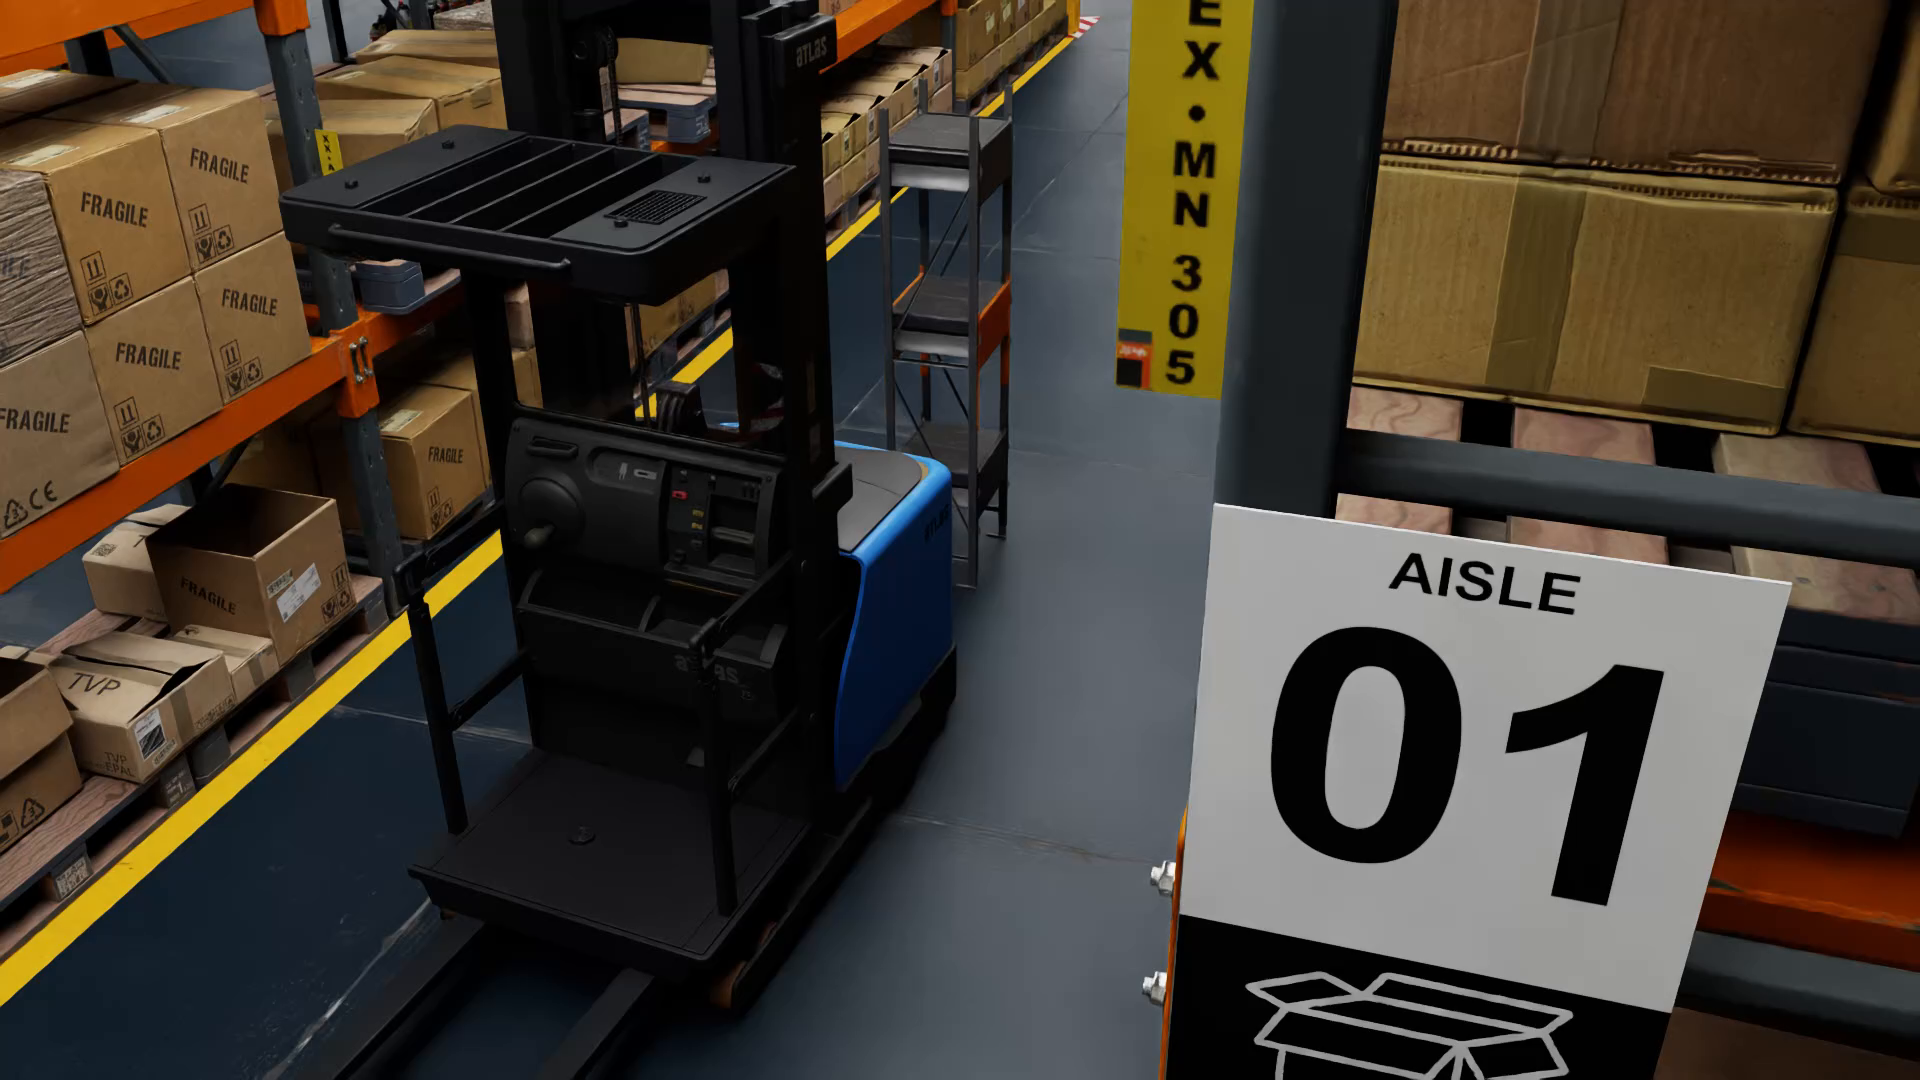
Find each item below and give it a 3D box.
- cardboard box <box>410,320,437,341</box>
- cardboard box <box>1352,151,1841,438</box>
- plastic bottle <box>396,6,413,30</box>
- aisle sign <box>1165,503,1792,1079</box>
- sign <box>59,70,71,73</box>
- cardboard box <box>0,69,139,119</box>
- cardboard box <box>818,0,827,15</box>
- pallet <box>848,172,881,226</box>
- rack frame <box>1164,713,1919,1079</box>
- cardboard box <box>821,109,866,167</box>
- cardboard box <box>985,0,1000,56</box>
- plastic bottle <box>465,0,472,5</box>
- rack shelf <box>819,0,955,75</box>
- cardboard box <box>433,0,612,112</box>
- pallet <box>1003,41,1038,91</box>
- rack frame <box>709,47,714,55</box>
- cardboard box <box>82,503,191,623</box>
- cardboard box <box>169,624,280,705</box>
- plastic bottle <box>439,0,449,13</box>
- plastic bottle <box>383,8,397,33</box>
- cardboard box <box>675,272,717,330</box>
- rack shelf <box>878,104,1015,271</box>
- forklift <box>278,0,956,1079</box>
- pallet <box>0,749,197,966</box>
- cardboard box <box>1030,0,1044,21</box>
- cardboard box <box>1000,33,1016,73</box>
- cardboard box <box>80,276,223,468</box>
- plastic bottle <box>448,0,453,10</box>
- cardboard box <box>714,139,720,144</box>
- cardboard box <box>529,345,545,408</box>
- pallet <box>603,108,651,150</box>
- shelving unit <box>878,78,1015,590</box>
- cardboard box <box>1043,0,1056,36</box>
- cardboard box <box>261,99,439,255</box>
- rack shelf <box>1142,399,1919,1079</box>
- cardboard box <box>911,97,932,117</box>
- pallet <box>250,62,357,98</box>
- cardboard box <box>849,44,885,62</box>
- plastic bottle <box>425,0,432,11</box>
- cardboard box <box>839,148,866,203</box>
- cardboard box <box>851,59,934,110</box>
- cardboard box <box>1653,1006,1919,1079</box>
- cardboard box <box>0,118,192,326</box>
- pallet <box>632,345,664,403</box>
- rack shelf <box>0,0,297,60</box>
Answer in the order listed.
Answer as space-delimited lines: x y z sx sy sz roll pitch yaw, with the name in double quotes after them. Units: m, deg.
-2.707 -0.905 8.409 0.500 0.500 0.500 9 30 15 "cardboard box"
0.645 -0.360 1.845 0.500 0.250 0.500 9 30 16 "cardboard box"
-5.213 -4.854 15.662 0.144 0.351 0.185 8 30 15 "plastic bottle"
0.376 0.346 1.369 0.394 0.787 0.004 8 30 15 "aisle sign"
-3.410 -1.656 6.451 0.100 0.325 0.005 8 30 15 "sign"
-3.286 -1.375 6.004 0.500 0.500 0.500 9 30 16 "cardboard box"
-1.228 -3.758 11.316 0.500 0.500 0.500 7 30 12 "cardboard box"
-1.066 -2.655 12.306 1.003 0.211 1.213 8 30 15 "pallet"
0.684 1.491 1.984 1.000 3.000 0.127 8 30 15 "rack frame"
-0.972 -2.842 11.593 0.500 0.311 0.500 8 30 14 "cardboard box"
0.044 -4.505 14.387 0.500 0.500 0.500 8 30 15 "cardboard box"
-5.005 -5.463 16.826 0.061 0.283 0.133 9 30 16 "plastic bottle"
-1.118 -3.547 11.780 1.077 0.370 4.000 8 30 15 "rack shelf"
-2.233 -2.452 8.538 0.700 0.500 0.500 14 32 24 "cardboard box"
0.099 -4.505 15.630 1.003 0.211 1.213 8 30 15 "pallet"
-1.705 -2.932 9.935 1.000 3.000 0.127 8 30 15 "rack frame"
-3.209 0.074 6.845 0.500 0.311 0.500 8 30 15 "cardboard box"
-2.828 0.469 6.302 0.380 0.149 0.250 8 30 15 "cardboard box"
-5.047 -5.144 16.253 0.061 0.283 0.133 8 30 15 "plastic bottle"
-5.351 -4.874 15.699 0.144 0.351 0.185 8 30 14 "plastic bottle"
-1.755 -1.564 9.594 0.500 0.500 0.500 10 31 17 "cardboard box"
-0.049 -1.440 6.768 0.431 0.518 0.480 8 30 15 "rack shelf"
-1.051 -0.062 4.846 1.130 2.935 3.031 12 31 20 "forklift"
-3.438 1.034 5.675 1.003 0.211 1.213 8 30 15 "pallet"
0.491 -5.201 15.638 0.500 0.500 0.500 8 30 15 "cardboard box"
0.199 -4.408 14.985 0.500 0.250 0.500 8 30 15 "cardboard box"
-2.930 -0.608 5.654 0.500 0.500 0.500 9 30 16 "cardboard box"
-5.080 -5.278 16.577 0.097 0.201 0.097 0 29 0 "plastic bottle"
-1.640 -2.680 11.301 0.500 0.311 0.500 8 30 14 "cardboard box"
-2.204 -0.843 8.299 0.500 0.500 0.500 9 30 15 "cardboard box"
-2.271 -1.943 8.356 1.003 0.211 1.213 8 30 15 "pallet"
-0.049 -0.841 7.101 0.431 2.100 0.503 8 30 15 "shelving unit"
0.633 -5.106 16.240 0.500 0.250 0.500 8 30 15 "cardboard box"
-2.526 -1.488 6.805 0.700 0.500 0.500 -1 29 -2 "cardboard box"
1.271 -0.435 3.100 1.077 0.370 4.000 8 30 15 "rack shelf"
-0.525 -3.304 13.000 0.500 0.250 0.500 8 30 14 "cardboard box"
-5.458 -3.910 14.562 1.003 0.211 1.213 8 30 15 "pallet"
-0.890 -3.861 13.425 0.500 0.311 0.500 9 30 15 "cardboard box"
-5.200 -5.114 16.129 0.144 0.351 0.185 8 30 15 "plastic bottle"
-0.977 -2.591 11.719 0.500 0.250 0.500 8 30 14 "cardboard box"
-0.522 -3.546 12.858 0.500 0.311 0.500 9 30 16 "cardboard box"
0.824 1.122 2.340 0.980 0.700 0.700 10 31 17 "cardboard box"
-2.928 -1.043 5.408 0.500 0.500 0.500 8 30 14 "cardboard box"
-2.320 -0.806 8.983 1.003 0.211 1.213 8 30 15 "pallet"
-3.466 -1.140 4.368 1.077 0.370 4.000 8 30 15 "rack shelf"
